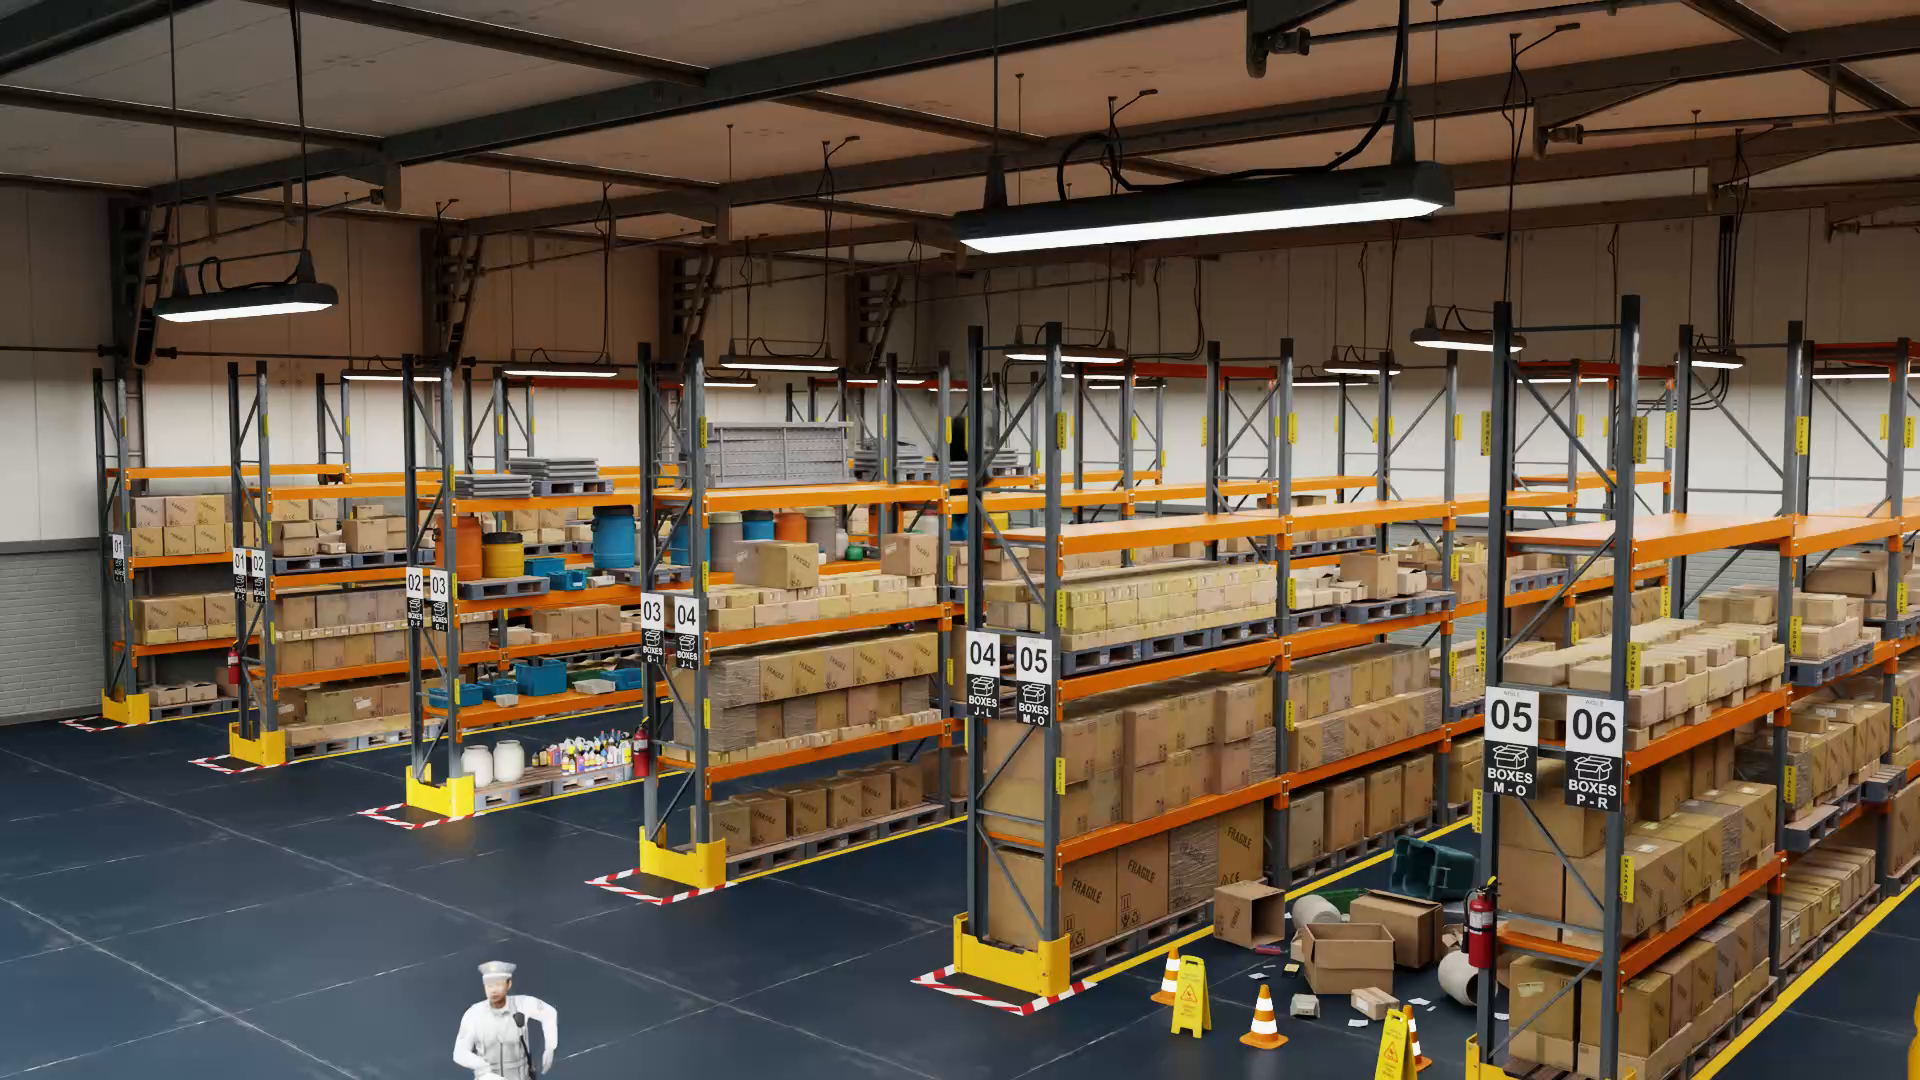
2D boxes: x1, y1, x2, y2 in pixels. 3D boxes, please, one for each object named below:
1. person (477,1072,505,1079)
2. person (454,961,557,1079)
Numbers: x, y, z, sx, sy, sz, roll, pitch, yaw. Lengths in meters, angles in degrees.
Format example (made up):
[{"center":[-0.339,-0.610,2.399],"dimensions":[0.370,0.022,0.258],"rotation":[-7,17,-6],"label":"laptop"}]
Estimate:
[{"center":[-2.497,3.657,8.879],"dimensions":[0.647,1.727,0.637],"rotation":[-1,4,-18],"label":"person"},{"center":[-2.933,3.531,10.768],"dimensions":[0.622,1.729,0.866],"rotation":[-1,4,-8],"label":"person"}]
